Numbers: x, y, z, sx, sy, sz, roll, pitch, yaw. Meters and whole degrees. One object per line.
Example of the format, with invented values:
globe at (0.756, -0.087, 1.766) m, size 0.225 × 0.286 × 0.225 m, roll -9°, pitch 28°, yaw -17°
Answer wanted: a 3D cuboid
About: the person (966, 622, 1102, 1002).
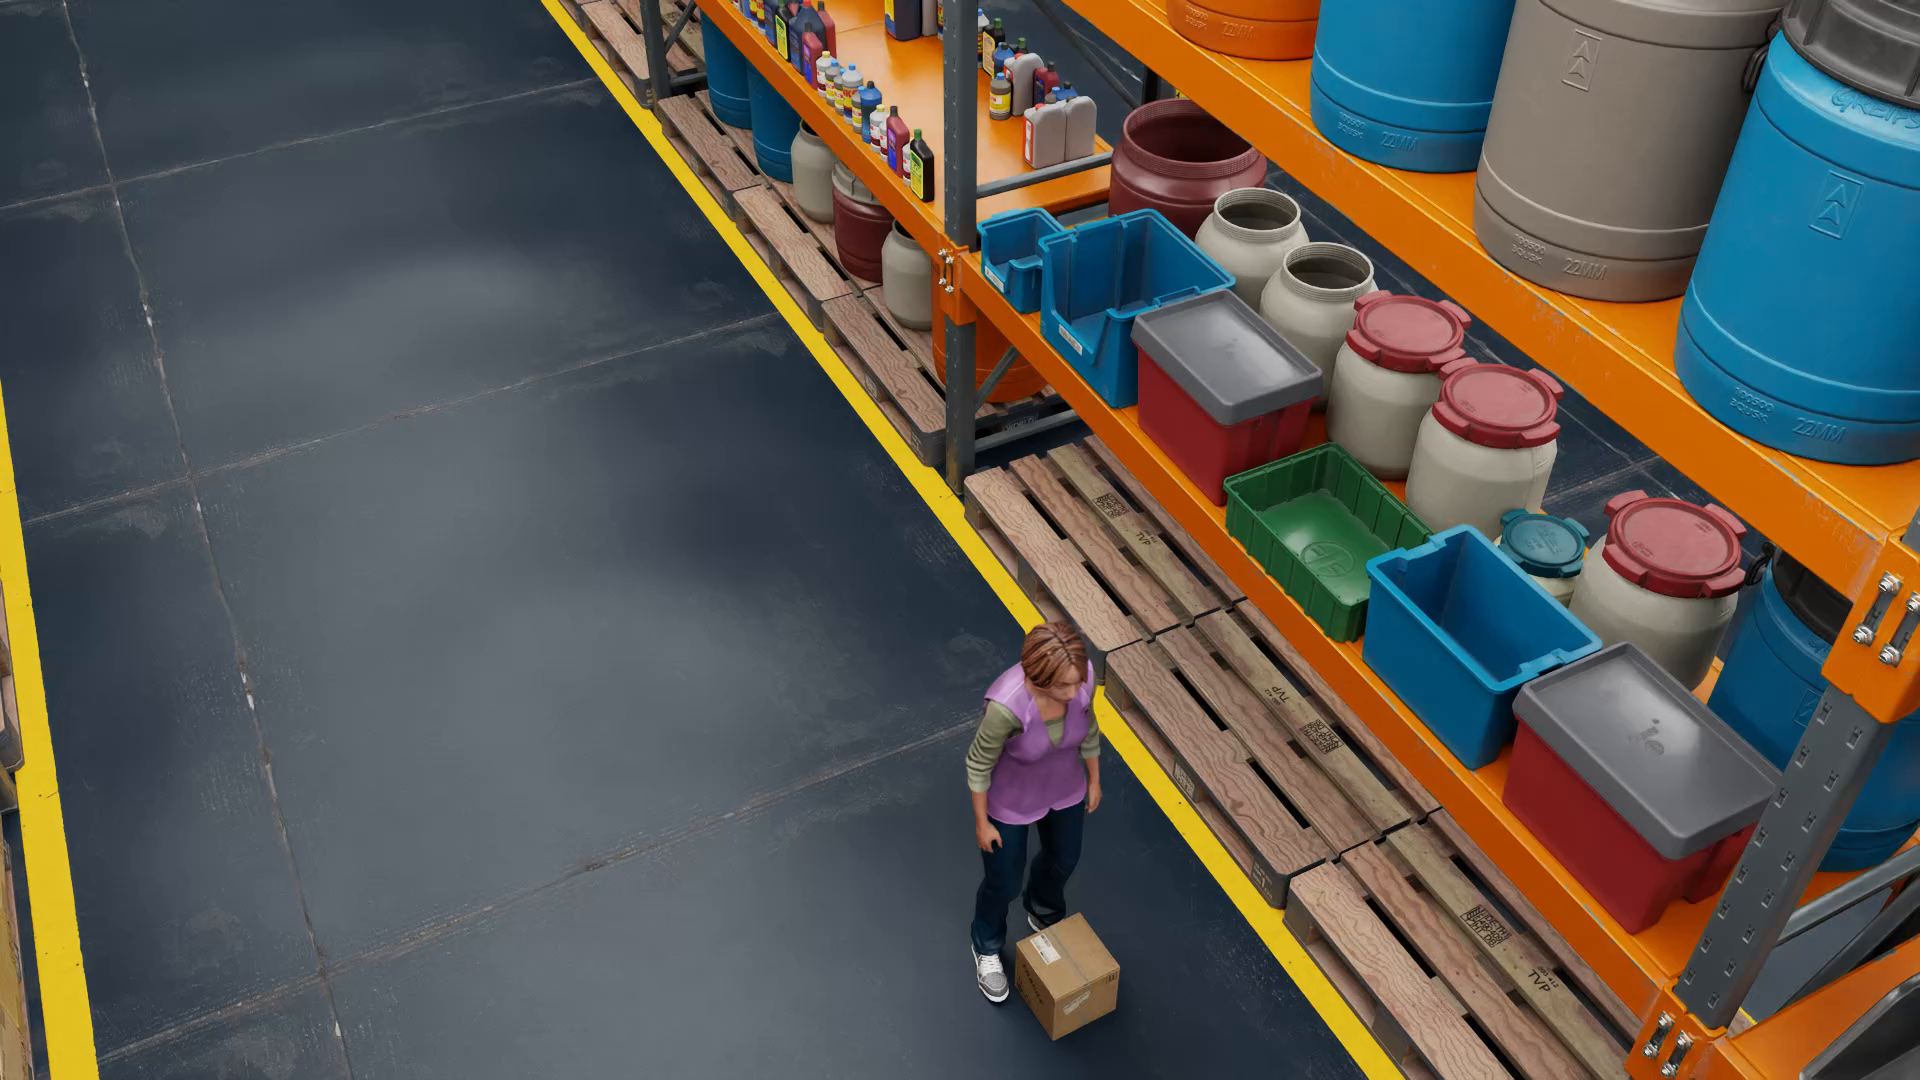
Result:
person at (0.237, 0.819, 5.252) m, size 0.463 × 1.593 × 0.344 m, roll -19°, pitch 45°, yaw -20°
